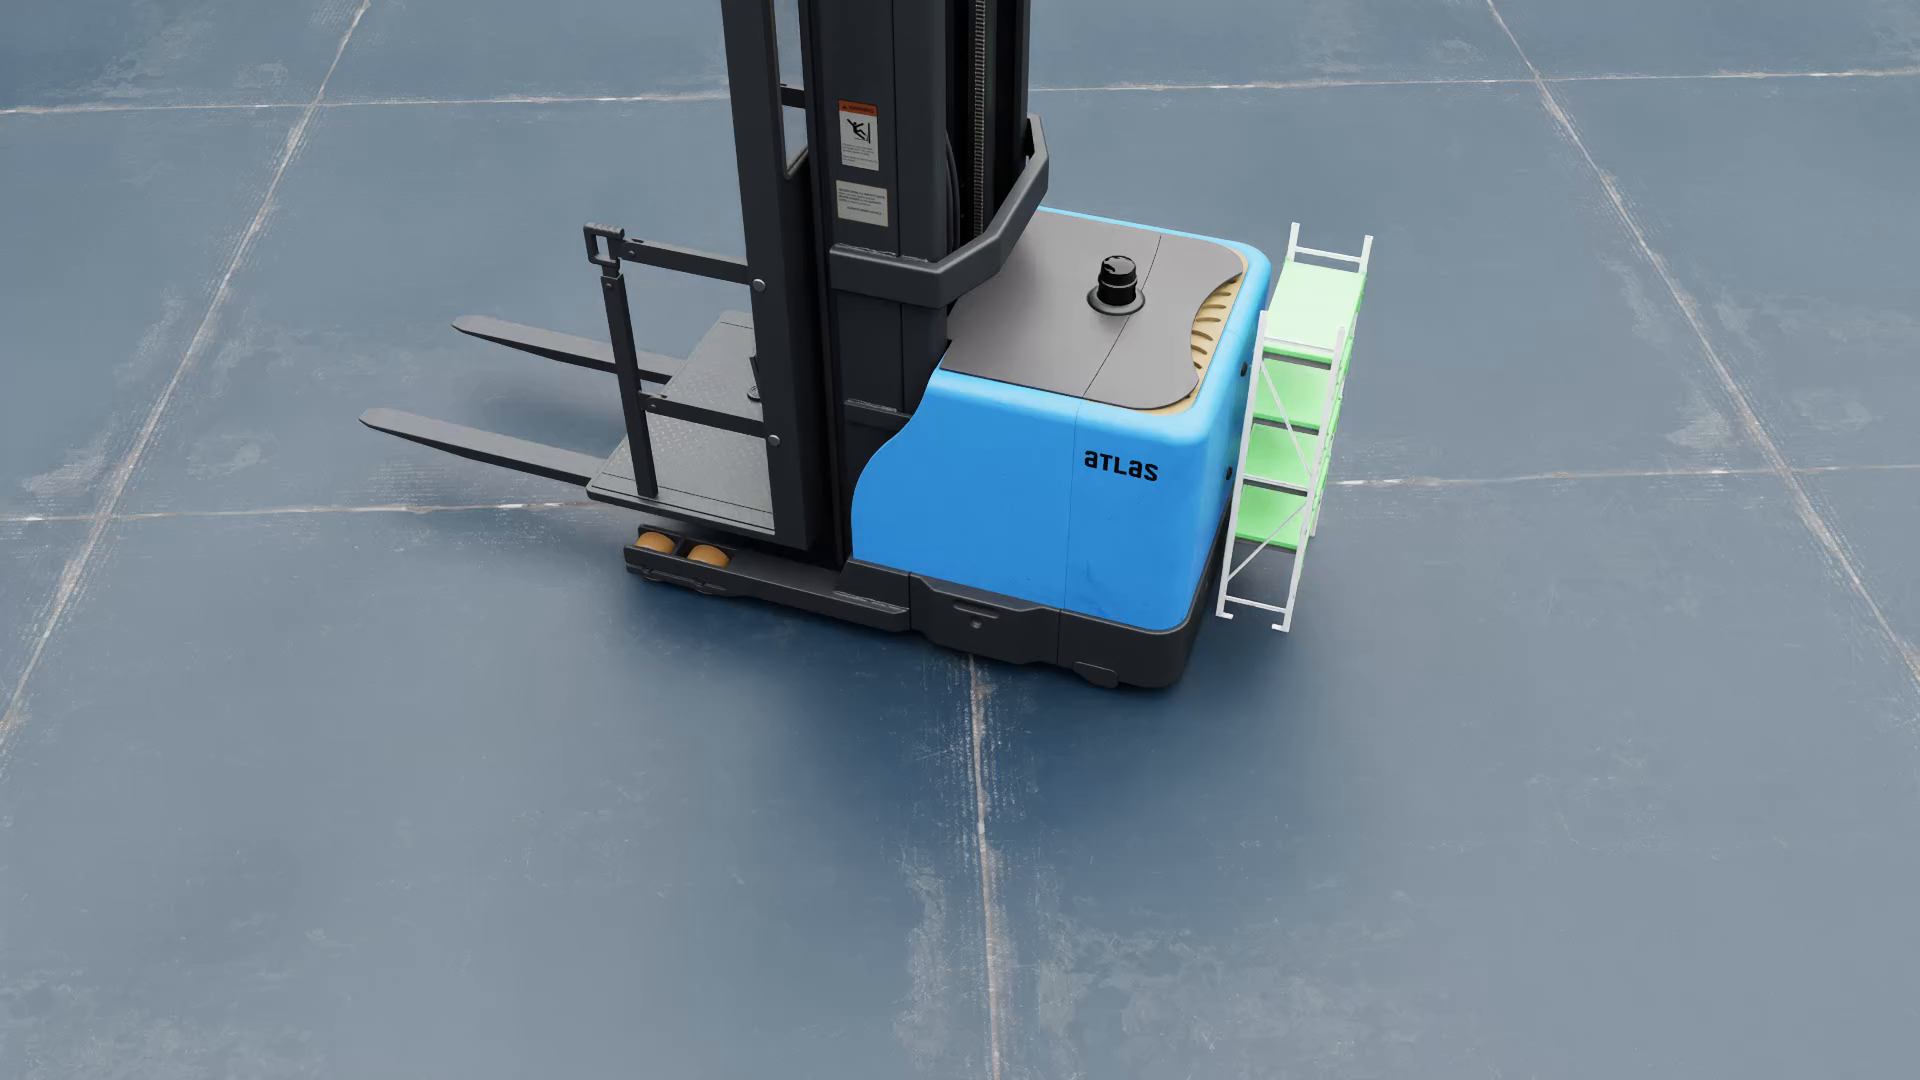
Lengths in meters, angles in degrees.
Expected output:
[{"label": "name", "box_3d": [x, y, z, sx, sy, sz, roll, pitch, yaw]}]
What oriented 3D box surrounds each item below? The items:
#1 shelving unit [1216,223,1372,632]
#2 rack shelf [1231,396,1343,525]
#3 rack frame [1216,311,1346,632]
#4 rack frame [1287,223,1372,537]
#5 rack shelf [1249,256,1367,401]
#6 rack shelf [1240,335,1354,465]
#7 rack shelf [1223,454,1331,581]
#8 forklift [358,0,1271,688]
[{"label": "shelving unit", "box_3d": [1.037, -0.328, 5.220, 0.258, 1.200, 0.503, 13, 44, 14]}, {"label": "rack shelf", "box_3d": [1.037, -0.281, 5.263, 0.258, 0.148, 0.480, 13, 44, 14]}, {"label": "rack frame", "box_3d": [0.959, -0.172, 5.050, 0.240, 1.200, 0.015, 13, 44, 14]}, {"label": "rack frame", "box_3d": [1.115, -0.484, 5.390, 0.240, 1.200, 0.015, 13, 44, 14]}, {"label": "rack shelf", "box_3d": [1.037, -0.635, 4.939, 0.258, 0.148, 0.480, 13, 44, 14]}, {"label": "rack shelf", "box_3d": [1.037, -0.458, 5.101, 0.258, 0.148, 0.480, 13, 44, 14]}, {"label": "rack shelf", "box_3d": [1.037, -0.104, 5.425, 0.258, 0.148, 0.480, 13, 44, 14]}, {"label": "forklift", "box_3d": [-0.595, -1.221, 4.913, 3.031, 2.935, 1.130, 13, 44, 14]}]
